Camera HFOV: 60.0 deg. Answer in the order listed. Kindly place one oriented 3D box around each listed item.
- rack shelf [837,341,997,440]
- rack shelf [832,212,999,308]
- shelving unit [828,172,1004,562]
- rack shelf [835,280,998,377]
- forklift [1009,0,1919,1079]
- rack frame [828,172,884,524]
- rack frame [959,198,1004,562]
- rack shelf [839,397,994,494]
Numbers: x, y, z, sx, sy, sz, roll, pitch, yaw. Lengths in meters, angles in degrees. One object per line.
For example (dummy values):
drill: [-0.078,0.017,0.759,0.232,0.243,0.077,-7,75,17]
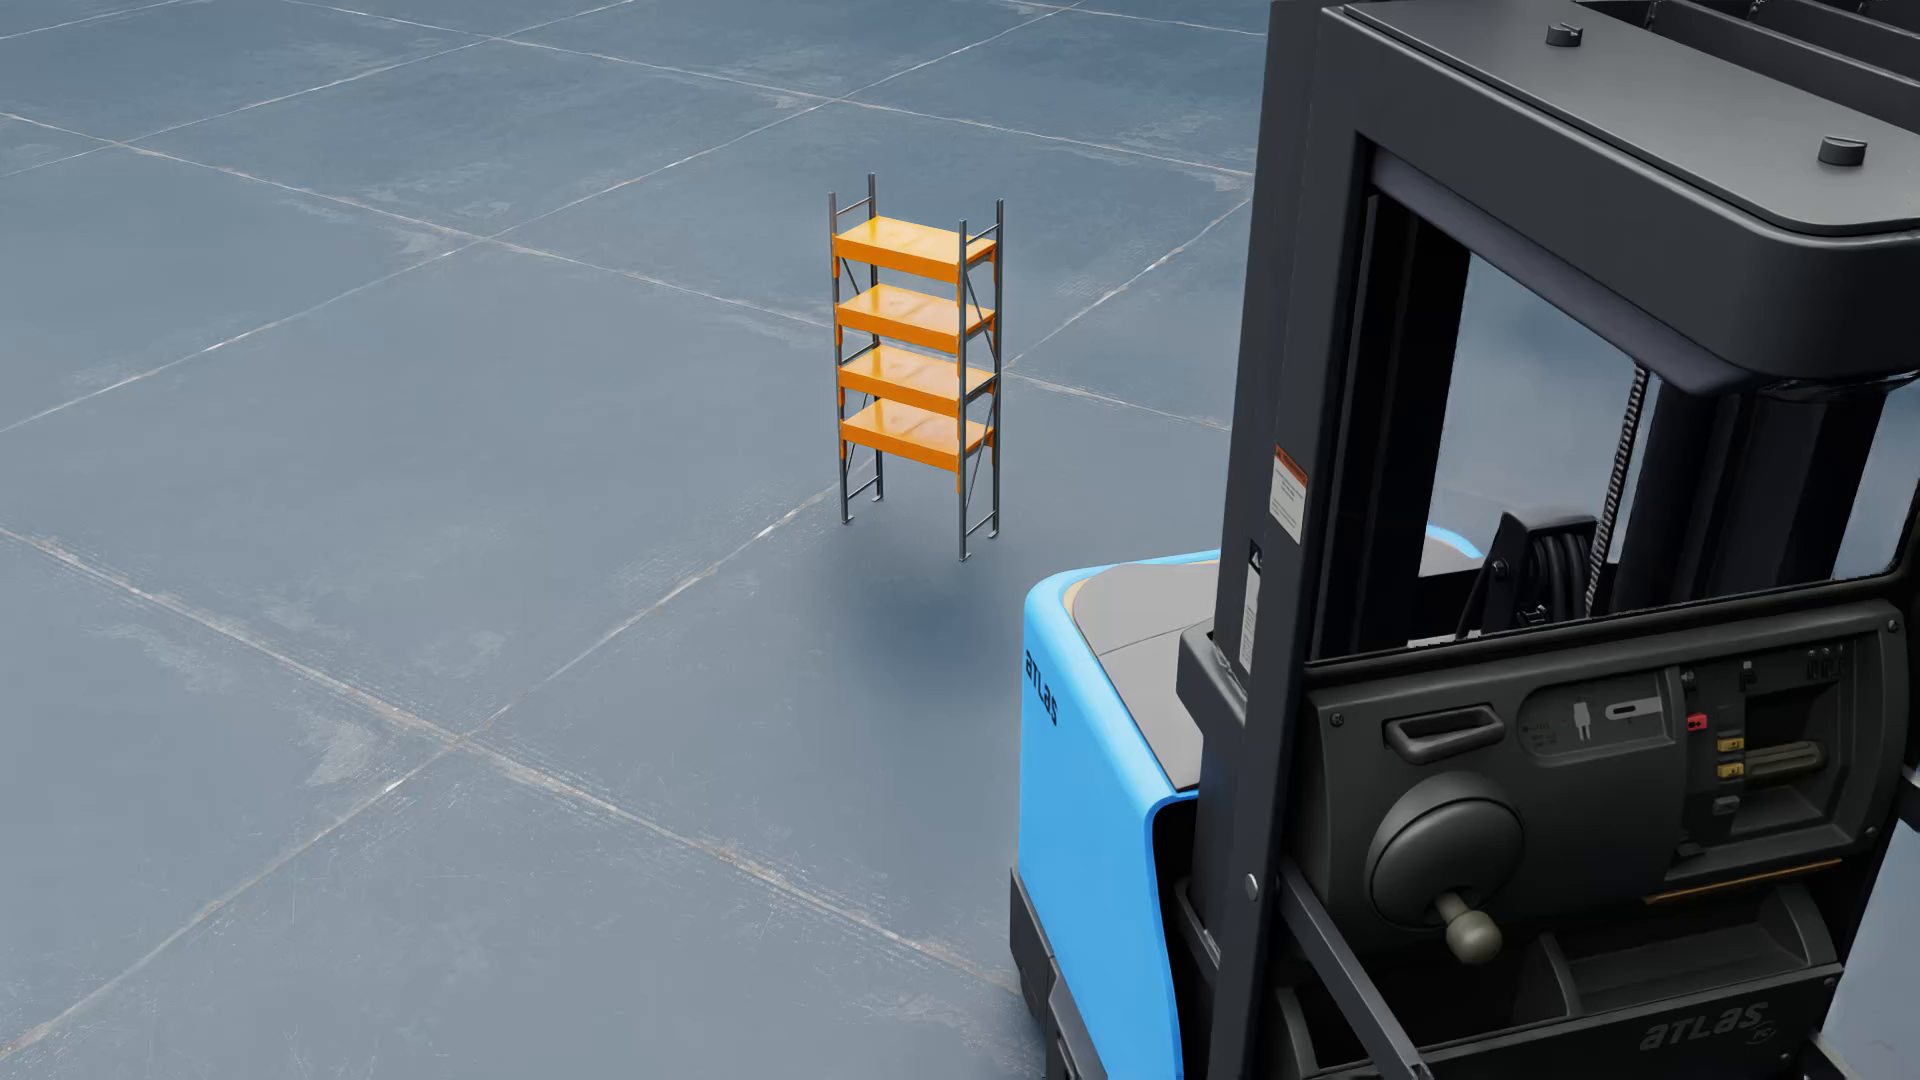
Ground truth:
rack shelf: [-0.140,-0.504,5.558,0.480,0.148,0.258,18,35,27]
rack shelf: [-0.140,-0.902,5.326,0.480,0.148,0.258,18,35,27]
shelving unit: [-0.140,-0.563,5.524,0.503,1.200,0.258,18,35,27]
rack shelf: [-0.140,-0.698,5.445,0.480,0.148,0.258,18,35,27]
forklift: [0.992,0.389,2.175,1.130,2.935,3.031,-8,31,-13]
rack frame: [-0.347,-0.628,5.636,0.015,1.200,0.240,18,35,27]
rack frame: [0.066,-0.497,5.412,0.015,1.200,0.240,18,35,27]
rack shelf: [-0.140,-0.333,5.658,0.480,0.148,0.258,18,35,27]
